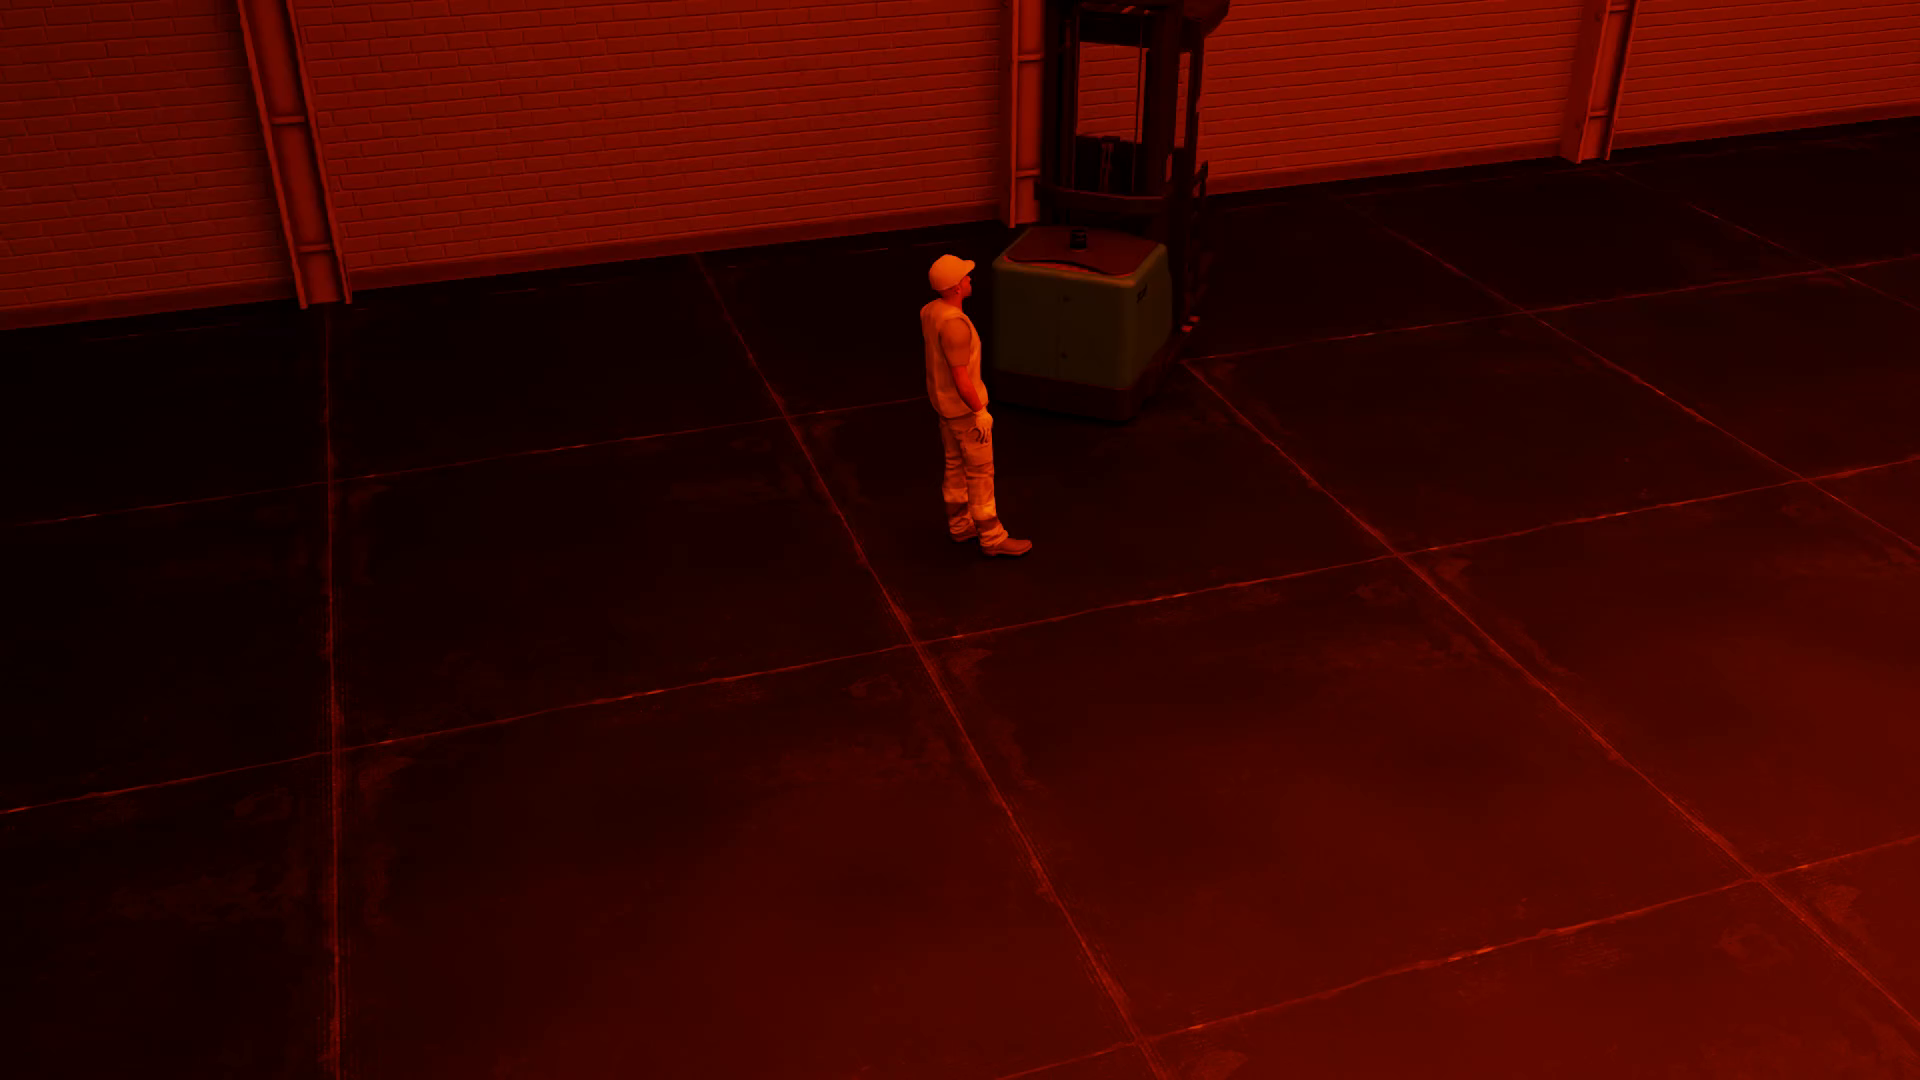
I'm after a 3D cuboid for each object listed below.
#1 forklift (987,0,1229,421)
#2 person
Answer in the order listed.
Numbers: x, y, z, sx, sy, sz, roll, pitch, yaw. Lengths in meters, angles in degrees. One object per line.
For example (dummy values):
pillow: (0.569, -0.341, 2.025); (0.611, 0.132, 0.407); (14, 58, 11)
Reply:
forklift: (1.217, -2.794, 11.943); (1.130, 2.935, 3.031); (11, 32, 19)
person: (0.080, -0.789, 9.590); (0.562, 1.789, 0.638); (-10, 31, -16)
